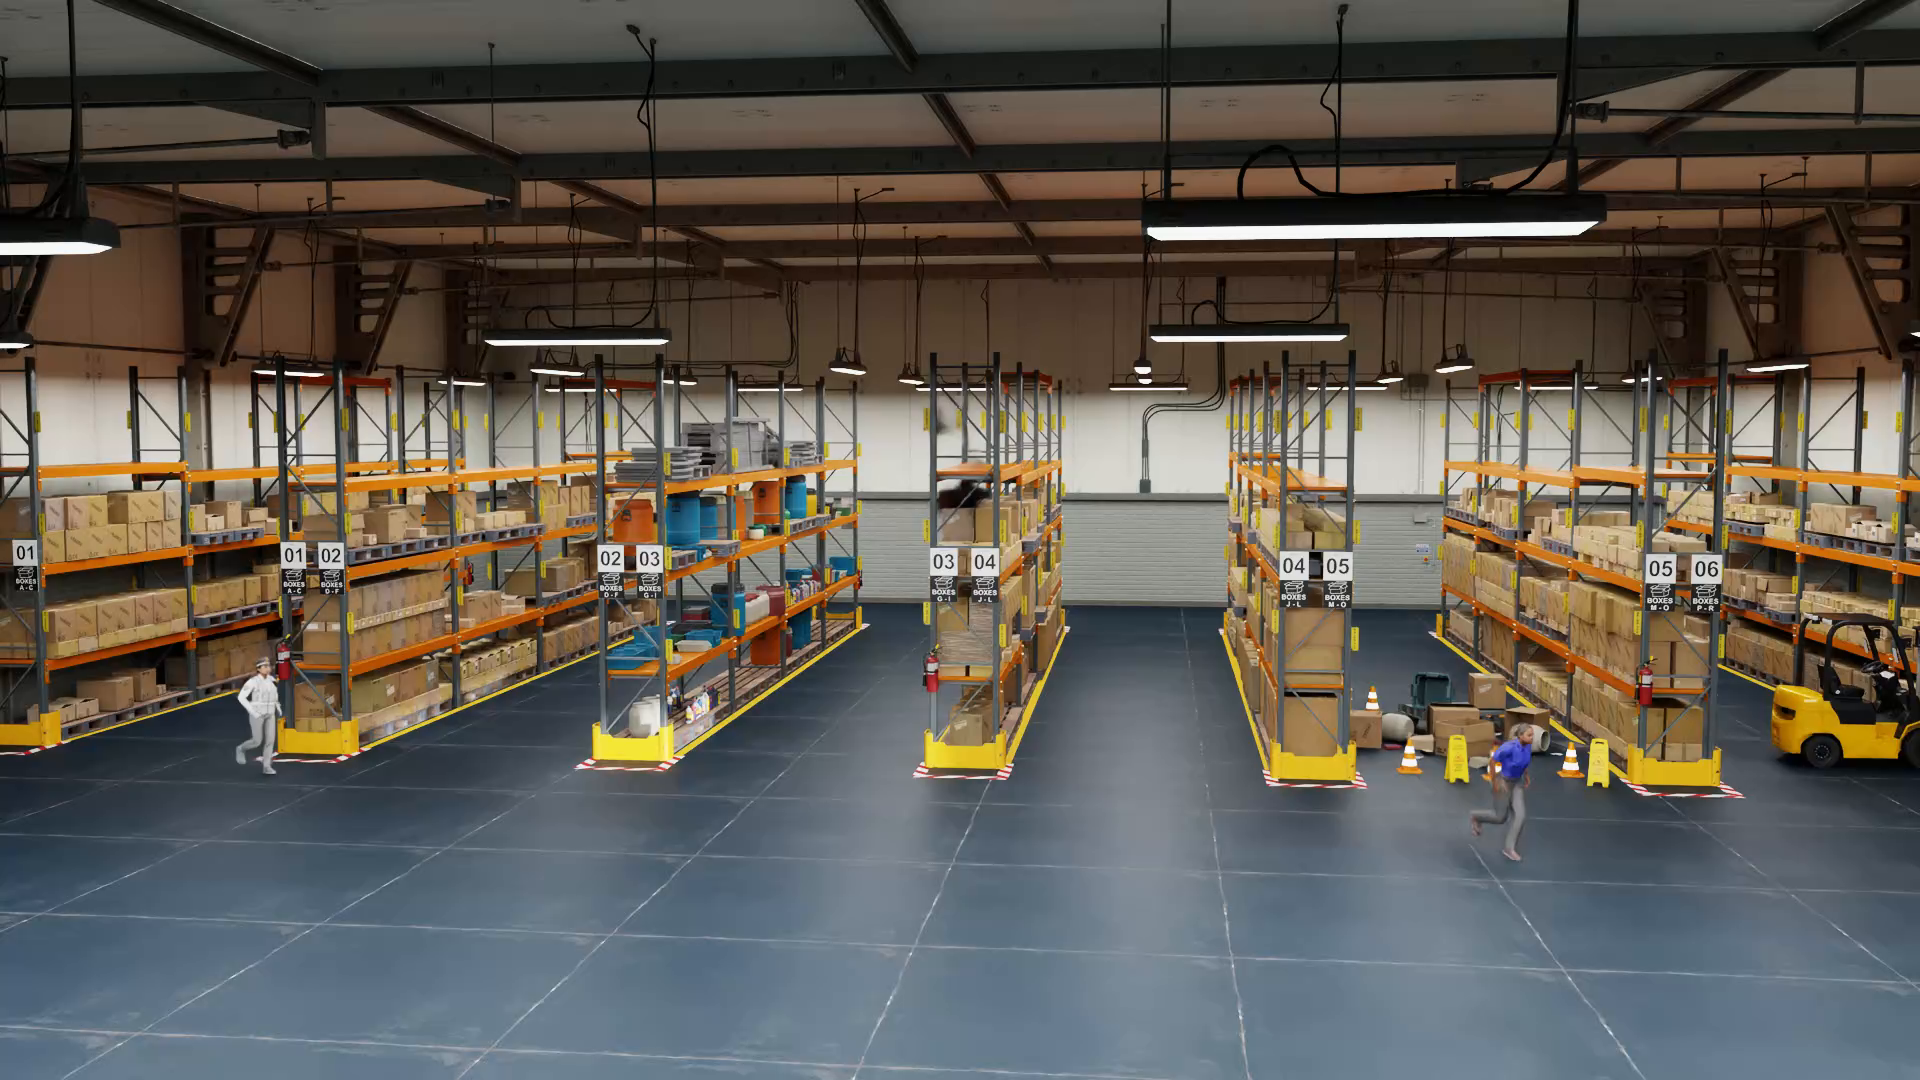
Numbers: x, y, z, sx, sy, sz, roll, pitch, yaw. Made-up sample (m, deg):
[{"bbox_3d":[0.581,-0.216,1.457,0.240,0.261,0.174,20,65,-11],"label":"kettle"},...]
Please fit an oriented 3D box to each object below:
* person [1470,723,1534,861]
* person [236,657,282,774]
[{"bbox_3d":[6.301,2.873,19.304,0.575,1.609,0.847,-3,5,-35],"label":"person"},{"bbox_3d":[-9.988,2.494,23.813,0.811,1.649,0.665,3,5,35],"label":"person"}]
